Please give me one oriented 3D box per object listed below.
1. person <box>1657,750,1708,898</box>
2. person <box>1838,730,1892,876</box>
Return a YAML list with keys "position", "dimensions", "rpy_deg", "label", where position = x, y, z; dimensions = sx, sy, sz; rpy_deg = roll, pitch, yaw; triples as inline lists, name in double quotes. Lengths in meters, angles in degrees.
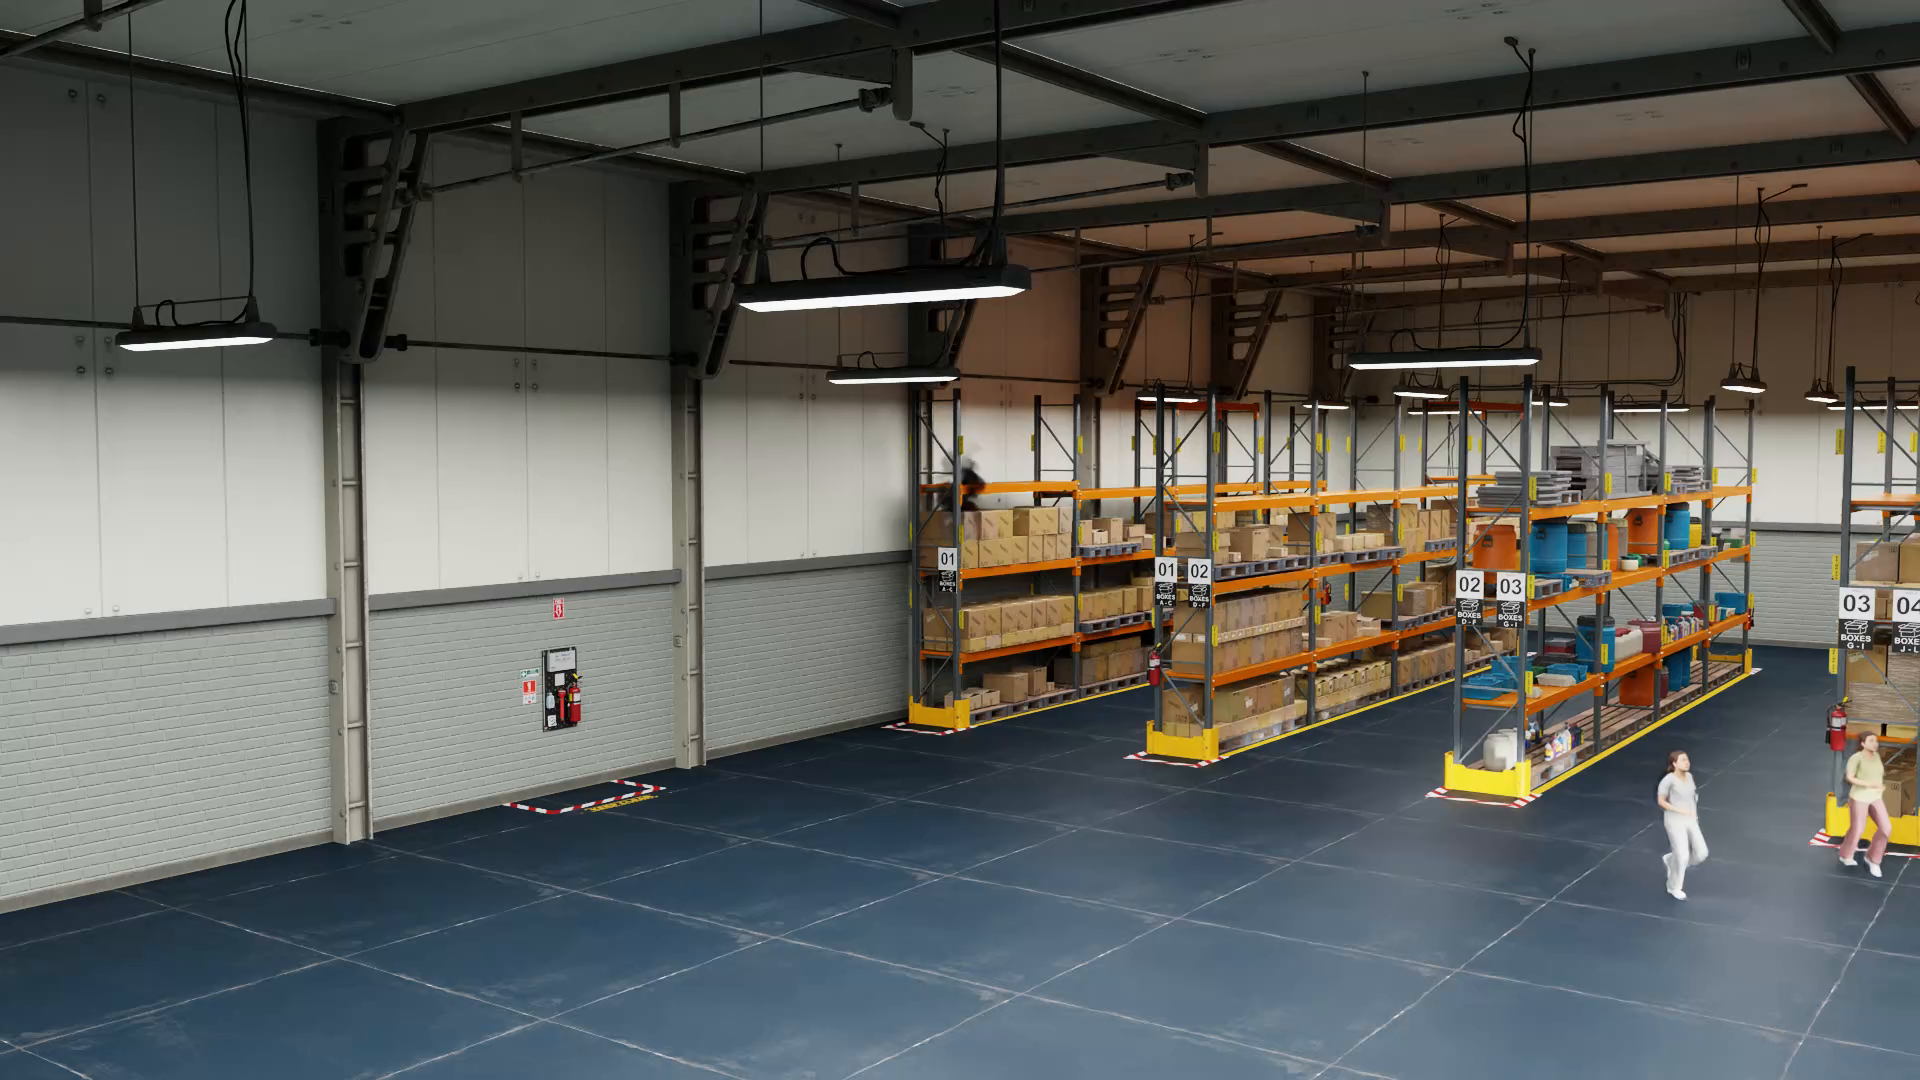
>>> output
- position: [7.980, 3.138, 18.417]
  dimensions: [0.601, 1.636, 0.578]
  rpy_deg: [-1, 4, -22]
  label: "person"
- position: [10.598, 3.077, 19.438]
  dimensions: [0.588, 1.712, 0.697]
  rpy_deg: [-1, 3, -10]
  label: "person"
